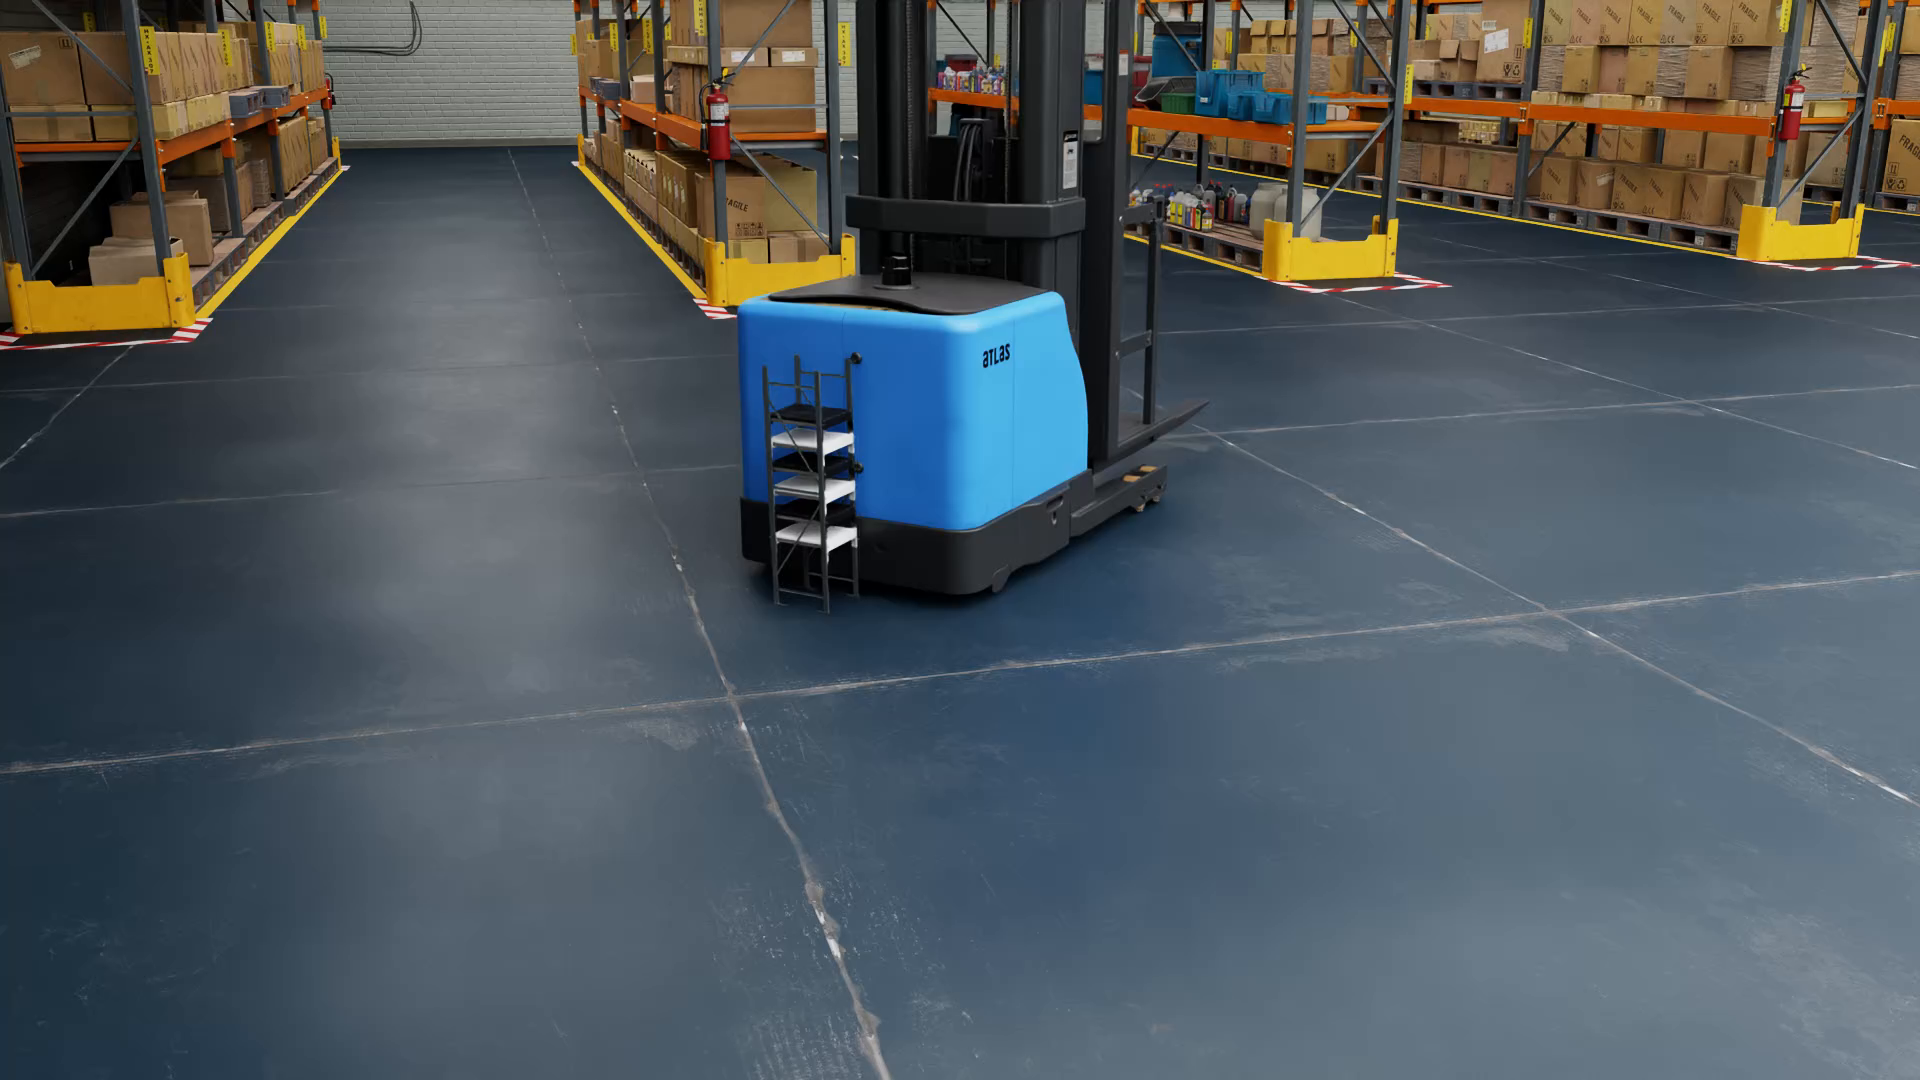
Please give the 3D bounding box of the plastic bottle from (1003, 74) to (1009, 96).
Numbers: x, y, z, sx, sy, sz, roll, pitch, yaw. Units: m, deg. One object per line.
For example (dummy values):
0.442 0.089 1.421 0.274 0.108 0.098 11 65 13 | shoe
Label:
0.605 -5.989 21.879 0.061 0.283 0.133 -5 17 -15 | plastic bottle

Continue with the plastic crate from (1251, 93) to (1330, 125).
2.900 -3.798 14.639 0.499 0.251 0.616 -5 17 -15 | plastic crate

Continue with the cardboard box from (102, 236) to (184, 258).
-6.461 -2.250 13.137 0.500 0.311 0.500 -3 17 -11 | cardboard box

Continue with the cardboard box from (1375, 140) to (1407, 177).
6.092 -5.188 22.590 0.700 0.500 0.500 -6 18 -18 | cardboard box

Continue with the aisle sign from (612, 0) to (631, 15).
-5.560 -9.077 27.438 0.394 0.787 0.004 -5 17 -15 | aisle sign

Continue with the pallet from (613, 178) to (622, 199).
-4.137 -4.787 22.522 1.003 0.211 1.213 -5 17 -15 | pallet

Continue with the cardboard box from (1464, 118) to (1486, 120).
9.286 -7.496 29.883 0.380 0.149 0.250 -5 17 -15 | cardboard box

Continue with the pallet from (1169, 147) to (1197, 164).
4.317 -6.684 28.837 1.003 0.211 1.213 -5 17 -15 | pallet

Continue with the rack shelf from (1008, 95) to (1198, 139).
1.676 -5.069 19.864 1.077 0.370 4.000 -5 17 -15 | rack shelf

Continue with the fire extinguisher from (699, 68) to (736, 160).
-1.852 -3.257 12.715 0.296 0.674 0.183 -5 17 -15 | fire extinguisher

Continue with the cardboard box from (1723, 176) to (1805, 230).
7.932 -3.324 16.418 0.500 0.500 0.500 -1 17 -5 | cardboard box

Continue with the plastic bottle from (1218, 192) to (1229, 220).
2.730 -3.457 17.204 0.061 0.283 0.133 -5 17 -15 | plastic bottle

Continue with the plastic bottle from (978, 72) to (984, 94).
0.291 -6.305 22.932 0.061 0.283 0.133 -5 17 -15 | plastic bottle

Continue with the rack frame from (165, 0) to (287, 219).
-8.399 -5.184 18.995 1.000 3.000 0.127 -5 17 -15 | rack frame

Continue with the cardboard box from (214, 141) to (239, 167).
-7.908 -4.057 17.520 0.500 0.250 0.500 -5 17 -16 | cardboard box

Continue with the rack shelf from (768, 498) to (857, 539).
-0.538 -0.085 6.090 0.258 0.077 0.200 9 20 27 | rack shelf

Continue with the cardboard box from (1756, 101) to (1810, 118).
7.811 -4.088 15.783 0.380 0.149 0.250 -5 17 -15 | cardboard box

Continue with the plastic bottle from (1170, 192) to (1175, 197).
2.205 -3.478 17.294 0.097 0.271 0.097 0 17 0 | plastic bottle

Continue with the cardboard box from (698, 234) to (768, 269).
-1.870 -2.373 13.686 0.500 0.250 0.500 -5 17 -15 | cardboard box

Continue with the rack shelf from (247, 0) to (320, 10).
-10.048 -7.935 24.192 1.077 0.370 4.000 -5 17 -15 | rack shelf

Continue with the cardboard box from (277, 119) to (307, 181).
-8.947 -5.046 21.545 0.750 0.750 0.750 -4 17 -14 | cardboard box

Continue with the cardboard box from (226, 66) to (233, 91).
-7.553 -4.634 16.228 0.700 0.500 0.500 -3 17 -10 | cardboard box

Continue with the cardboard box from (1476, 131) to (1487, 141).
9.108 -6.943 28.561 0.380 0.149 0.250 -6 18 -18 | cardboard box

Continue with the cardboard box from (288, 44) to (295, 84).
-8.849 -6.102 21.327 0.500 0.500 0.500 -5 17 -15 | cardboard box

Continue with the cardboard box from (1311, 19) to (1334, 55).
5.527 -7.271 24.025 0.797 0.503 0.637 -4 17 -14 | cardboard box

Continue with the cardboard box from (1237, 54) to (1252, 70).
4.676 -7.366 26.085 0.500 0.500 0.500 -5 17 -15 | cardboard box

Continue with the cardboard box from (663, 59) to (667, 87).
-3.015 -5.016 18.262 0.500 0.500 0.500 -5 17 -15 | cardboard box

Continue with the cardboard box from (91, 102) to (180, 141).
-6.029 -3.069 12.179 0.500 0.250 0.500 -5 17 -17 | cardboard box

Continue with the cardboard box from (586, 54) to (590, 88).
-5.407 -7.133 25.310 0.500 0.500 0.500 -4 17 -14 | cardboard box

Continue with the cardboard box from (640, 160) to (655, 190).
-3.208 -3.994 18.108 0.500 0.311 0.500 -5 17 -15 | cardboard box

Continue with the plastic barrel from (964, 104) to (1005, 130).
0.355 -5.922 24.370 0.600 0.901 0.708 -5 17 -15 | plastic barrel

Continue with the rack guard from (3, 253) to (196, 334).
-6.221 -1.795 12.057 1.175 0.500 0.348 -5 17 -15 | rack guard

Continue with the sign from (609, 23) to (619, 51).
-4.156 -6.047 19.995 0.100 0.325 0.005 -5 17 -15 | sign

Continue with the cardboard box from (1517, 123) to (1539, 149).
9.535 -6.608 27.350 0.500 0.500 0.500 -4 17 -13 | cardboard box

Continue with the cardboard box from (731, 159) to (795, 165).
-1.781 -3.188 15.097 0.500 0.500 0.500 -5 17 -15 | cardboard box

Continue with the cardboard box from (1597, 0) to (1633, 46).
7.143 -5.500 17.619 0.500 0.500 0.500 -5 17 -15 | cardboard box

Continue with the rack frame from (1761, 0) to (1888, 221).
8.088 -4.146 15.539 1.000 3.000 0.127 -5 17 -15 | rack frame

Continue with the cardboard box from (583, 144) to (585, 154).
-5.982 -6.431 27.307 0.380 0.166 0.250 -5 17 -15 | cardboard box

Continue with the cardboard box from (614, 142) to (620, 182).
-4.261 -4.973 21.874 0.500 0.500 0.500 -5 18 -17 | cardboard box

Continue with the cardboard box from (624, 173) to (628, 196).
-3.775 -4.292 20.077 0.500 0.250 0.500 -5 17 -15 | cardboard box

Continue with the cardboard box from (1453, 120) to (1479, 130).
8.895 -7.309 29.262 0.380 0.149 0.250 -6 18 -18 | cardboard box

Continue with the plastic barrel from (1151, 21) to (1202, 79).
2.411 -5.231 18.282 0.600 0.901 0.708 -5 17 -15 | plastic barrel

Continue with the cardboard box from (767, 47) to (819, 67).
-1.339 -3.848 13.245 0.380 0.149 0.250 -5 17 -16 | cardboard box

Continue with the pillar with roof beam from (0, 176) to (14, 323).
-3.085 -6.310 12.315 9.100 9.000 0.400 -5 17 -15 | pillar with roof beam

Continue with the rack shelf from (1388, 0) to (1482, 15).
9.037 -9.474 29.315 1.077 0.370 4.000 -5 17 -15 | rack shelf

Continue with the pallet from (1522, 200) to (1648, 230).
7.207 -3.734 19.014 1.003 0.211 1.213 -5 17 -15 | pallet

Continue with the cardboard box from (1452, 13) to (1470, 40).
8.923 -8.892 28.912 0.500 0.500 0.500 -4 17 -14 | cardboard box

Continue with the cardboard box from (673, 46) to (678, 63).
-2.508 -4.598 15.744 0.380 0.149 0.250 -5 17 -17 | cardboard box

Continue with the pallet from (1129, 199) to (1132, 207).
1.973 -3.739 19.033 1.003 0.211 1.213 -5 17 -15 | pallet

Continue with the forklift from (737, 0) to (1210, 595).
0.285 -1.580 7.117 1.130 2.935 3.031 9 19 27 | forklift

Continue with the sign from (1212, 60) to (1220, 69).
2.758 -5.033 18.014 0.100 0.325 0.005 -5 17 -15 | sign

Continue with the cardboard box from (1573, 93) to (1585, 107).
6.988 -4.843 18.297 0.380 0.149 0.250 -5 17 -15 | cardboard box

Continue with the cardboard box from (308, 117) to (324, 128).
-10.027 -6.434 25.644 0.380 0.149 0.250 -4 17 -14 | cardboard box

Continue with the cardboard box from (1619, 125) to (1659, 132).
10.246 -6.254 24.870 0.500 0.250 0.500 -5 17 -17 | cardboard box

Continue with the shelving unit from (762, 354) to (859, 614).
-0.540 -0.202 6.052 0.258 0.900 0.210 9 20 27 | shelving unit

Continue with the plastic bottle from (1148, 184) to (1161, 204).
2.049 -3.546 17.384 0.144 0.351 0.185 -4 17 -14 | plastic bottle
